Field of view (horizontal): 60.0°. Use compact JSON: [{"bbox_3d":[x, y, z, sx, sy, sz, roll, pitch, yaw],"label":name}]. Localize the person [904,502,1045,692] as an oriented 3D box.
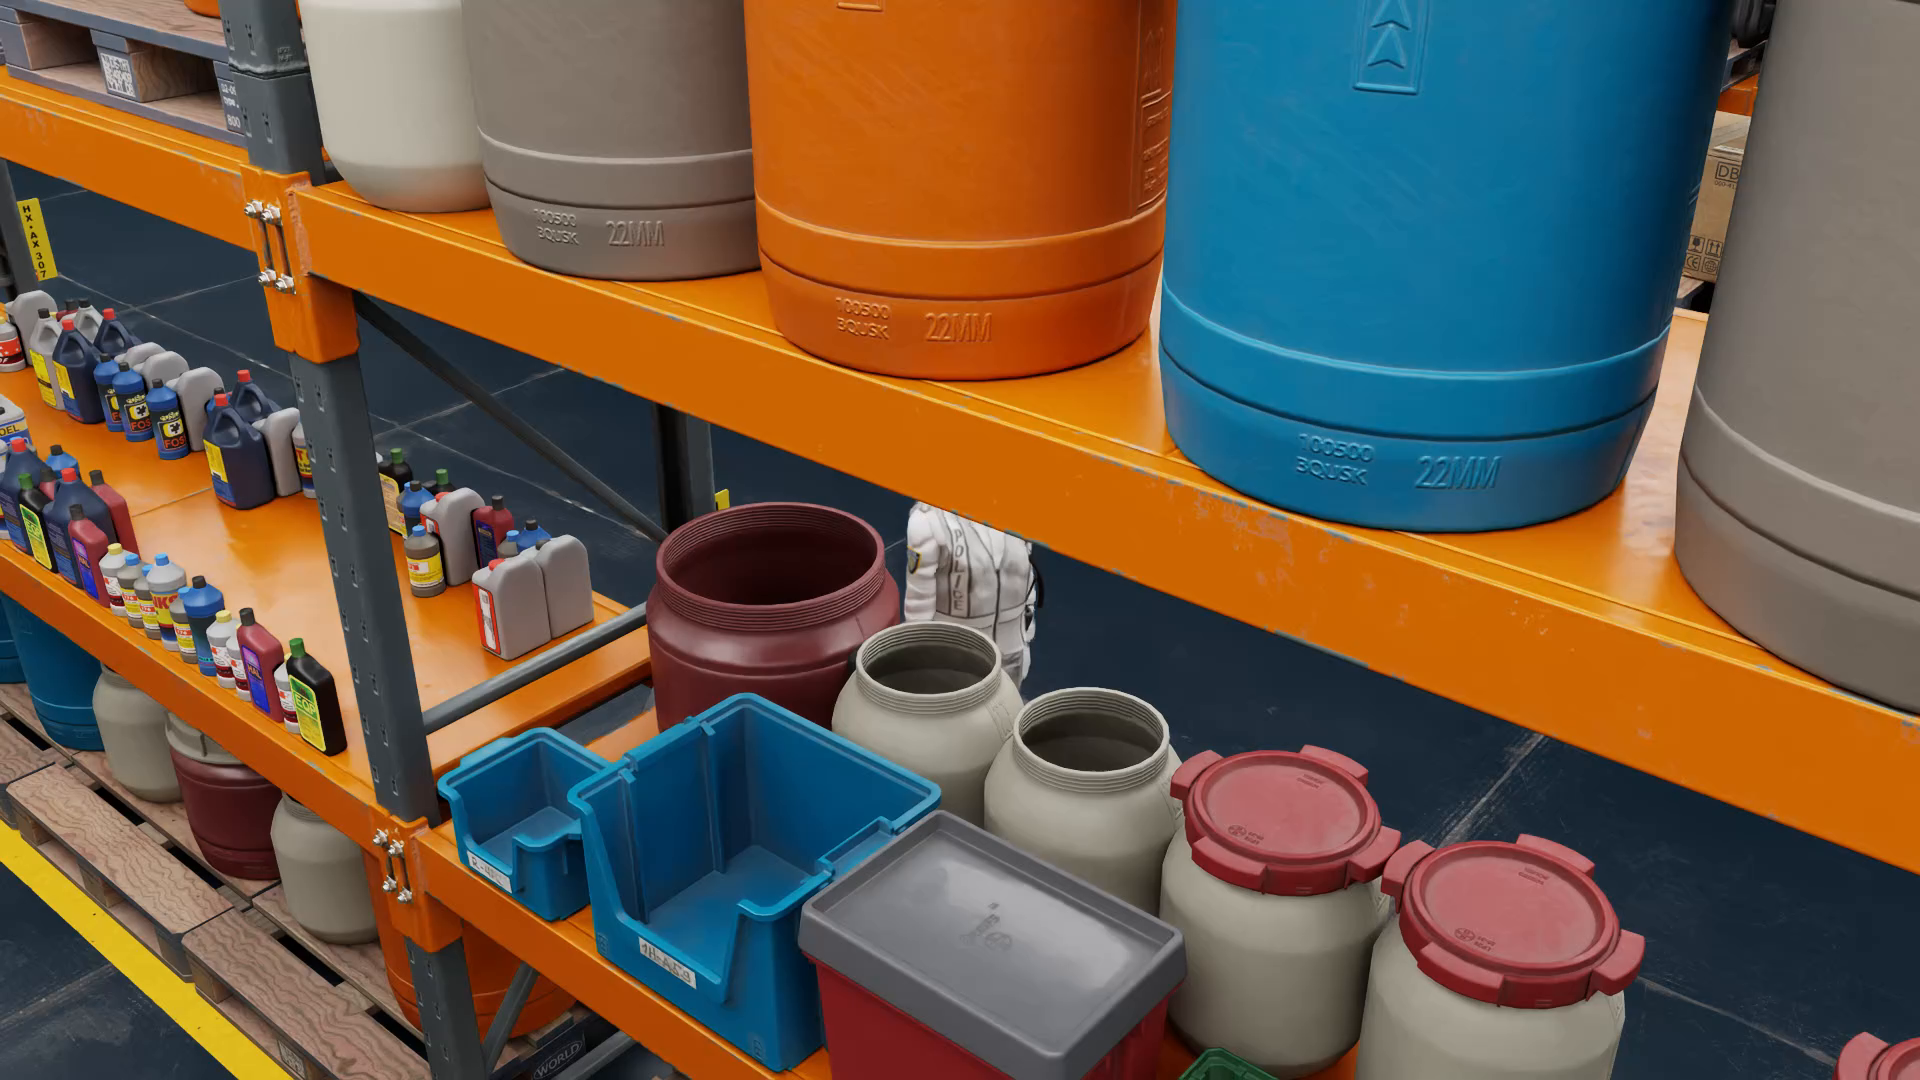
[{"bbox_3d":[0.045,0.374,5.356,0.506,1.715,0.359,-17,32,-29],"label":"person"}]
